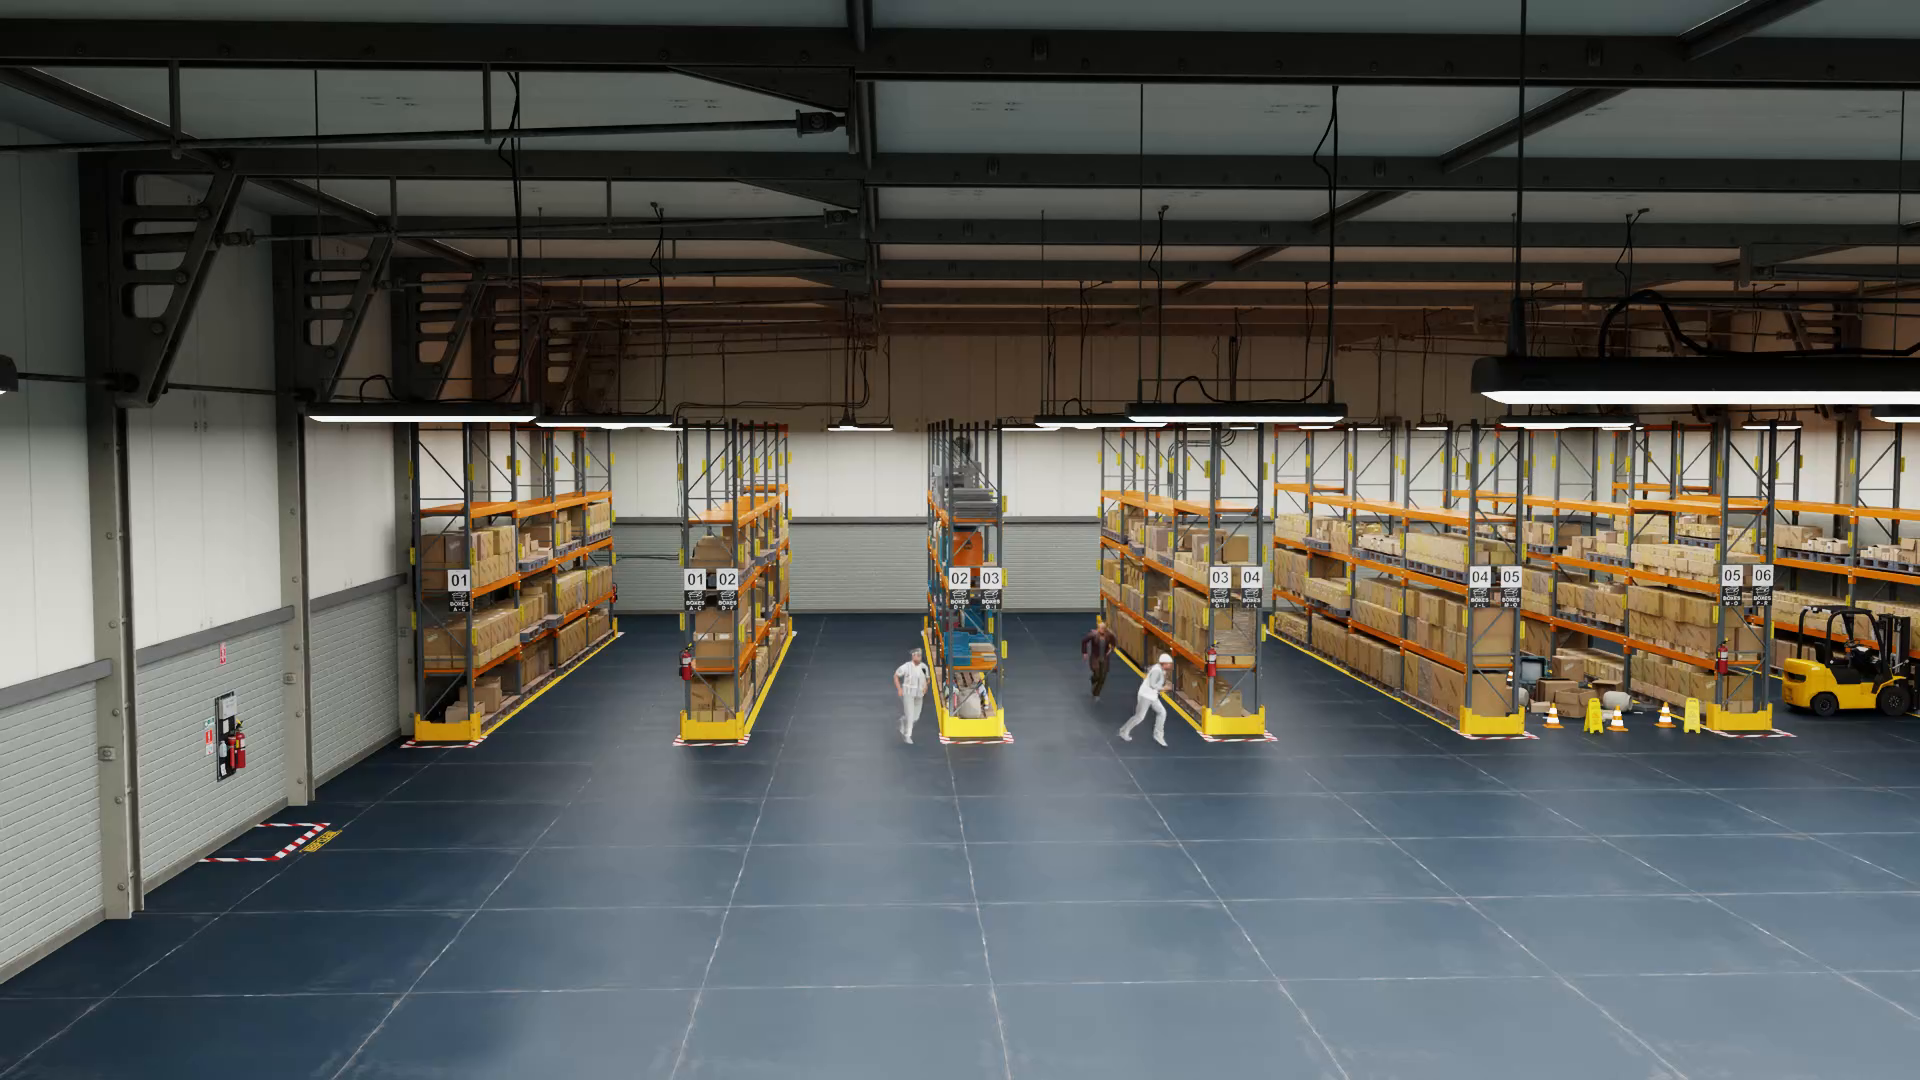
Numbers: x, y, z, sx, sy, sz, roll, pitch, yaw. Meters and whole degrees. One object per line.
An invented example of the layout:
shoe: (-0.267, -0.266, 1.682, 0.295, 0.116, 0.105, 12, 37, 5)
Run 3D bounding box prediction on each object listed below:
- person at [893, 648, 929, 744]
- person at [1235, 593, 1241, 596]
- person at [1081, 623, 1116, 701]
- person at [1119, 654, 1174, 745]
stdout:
person: (-0.885, 2.893, 31.087, 0.712, 1.764, 0.729, -2, 4, -28)
person: (7.703, 1.854, 47.600, 0.698, 1.646, 0.591, 2, 4, 32)
person: (2.982, 2.602, 35.637, 0.686, 1.706, 0.778, -1, 4, -15)
person: (3.441, 2.947, 30.648, 1.025, 1.731, 0.699, 1, 4, 15)
